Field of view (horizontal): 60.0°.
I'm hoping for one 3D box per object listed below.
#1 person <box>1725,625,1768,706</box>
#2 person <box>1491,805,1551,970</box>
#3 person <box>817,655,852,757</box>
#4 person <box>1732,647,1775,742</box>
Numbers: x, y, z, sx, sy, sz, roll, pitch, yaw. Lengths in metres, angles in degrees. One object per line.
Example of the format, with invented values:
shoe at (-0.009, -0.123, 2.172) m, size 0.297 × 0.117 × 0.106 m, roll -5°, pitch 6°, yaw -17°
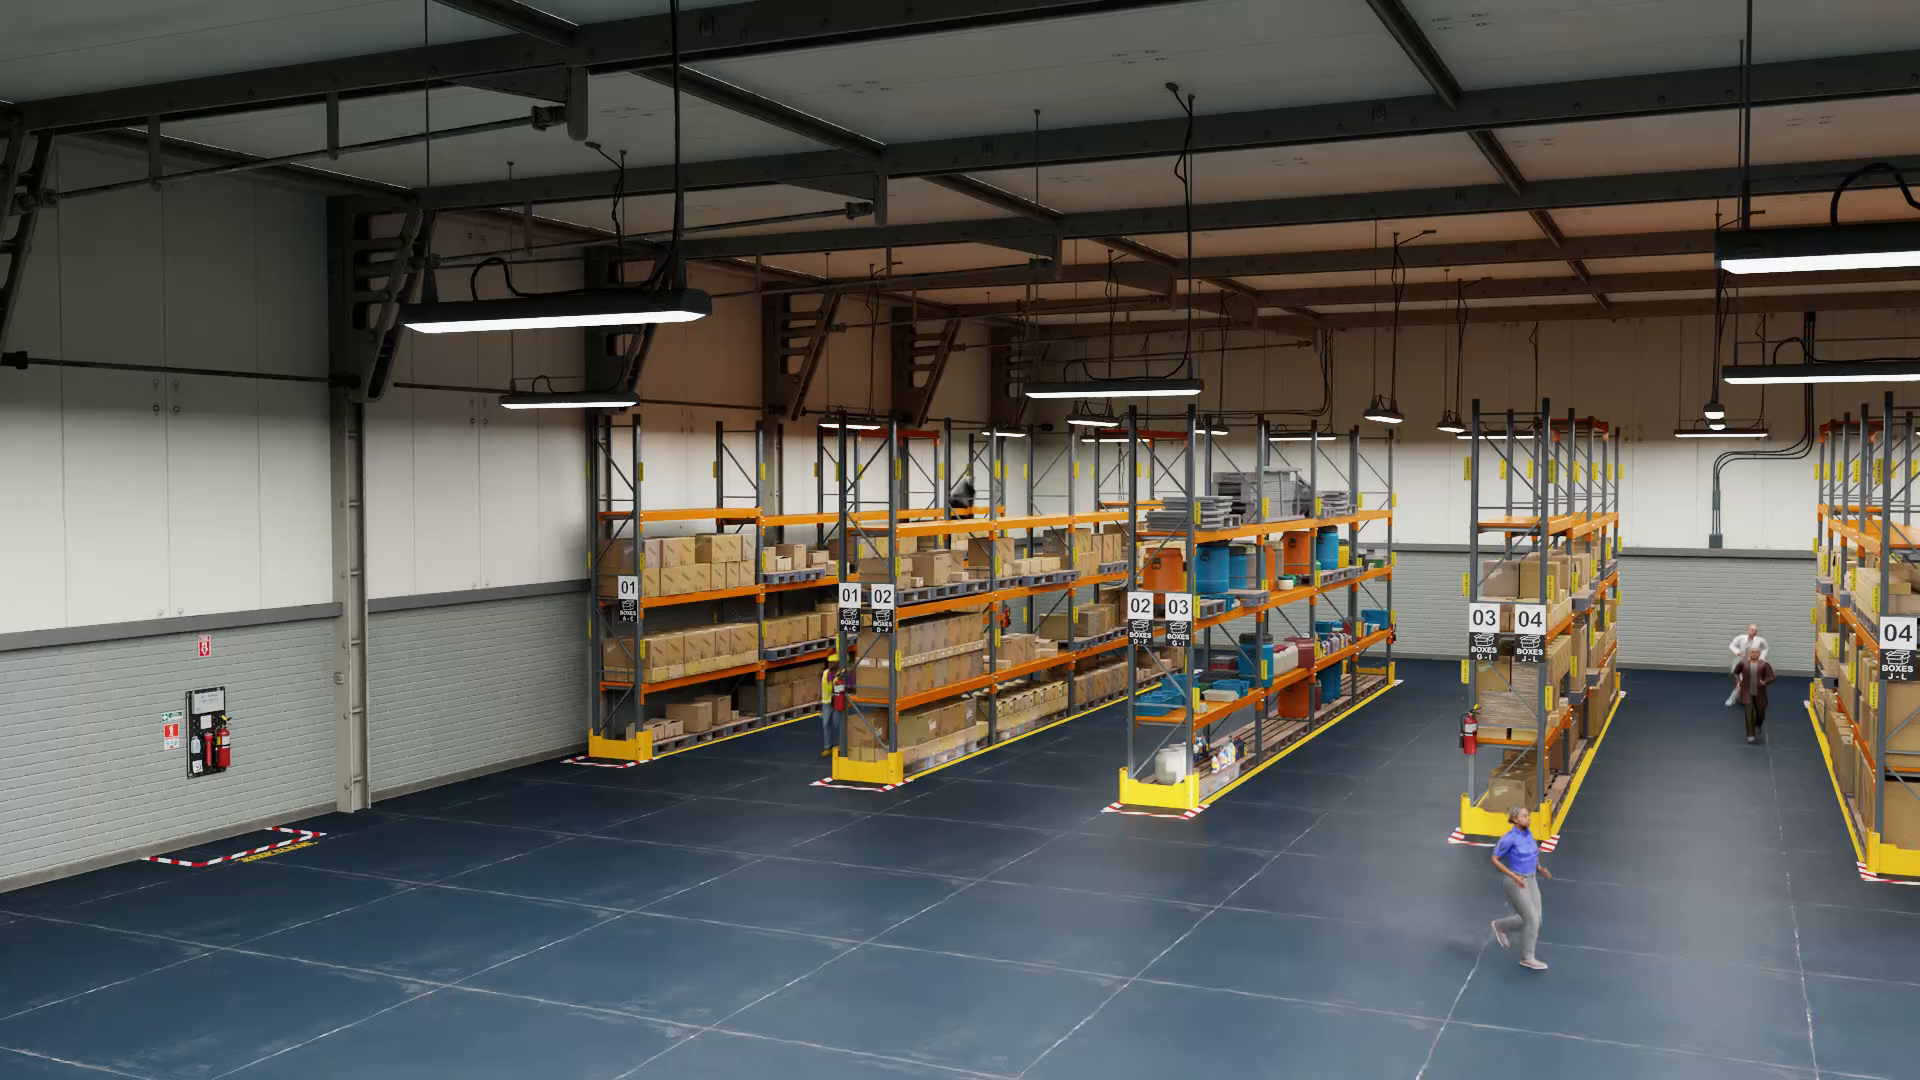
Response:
person at (16.871, 2.763, 35.657) m, size 0.772 × 1.522 × 1.080 m, roll 2°, pitch 3°, yaw 36°
person at (5.659, 3.497, 16.893) m, size 0.580 × 1.607 × 0.701 m, roll -2°, pitch 3°, yaw -37°
person at (-2.220, 2.864, 29.453) m, size 0.701 × 1.688 × 0.751 m, roll 1°, pitch 3°, yaw 22°
person at (14.718, 2.857, 30.859) m, size 0.720 × 1.747 × 0.855 m, roll 1°, pitch 3°, yaw 24°
